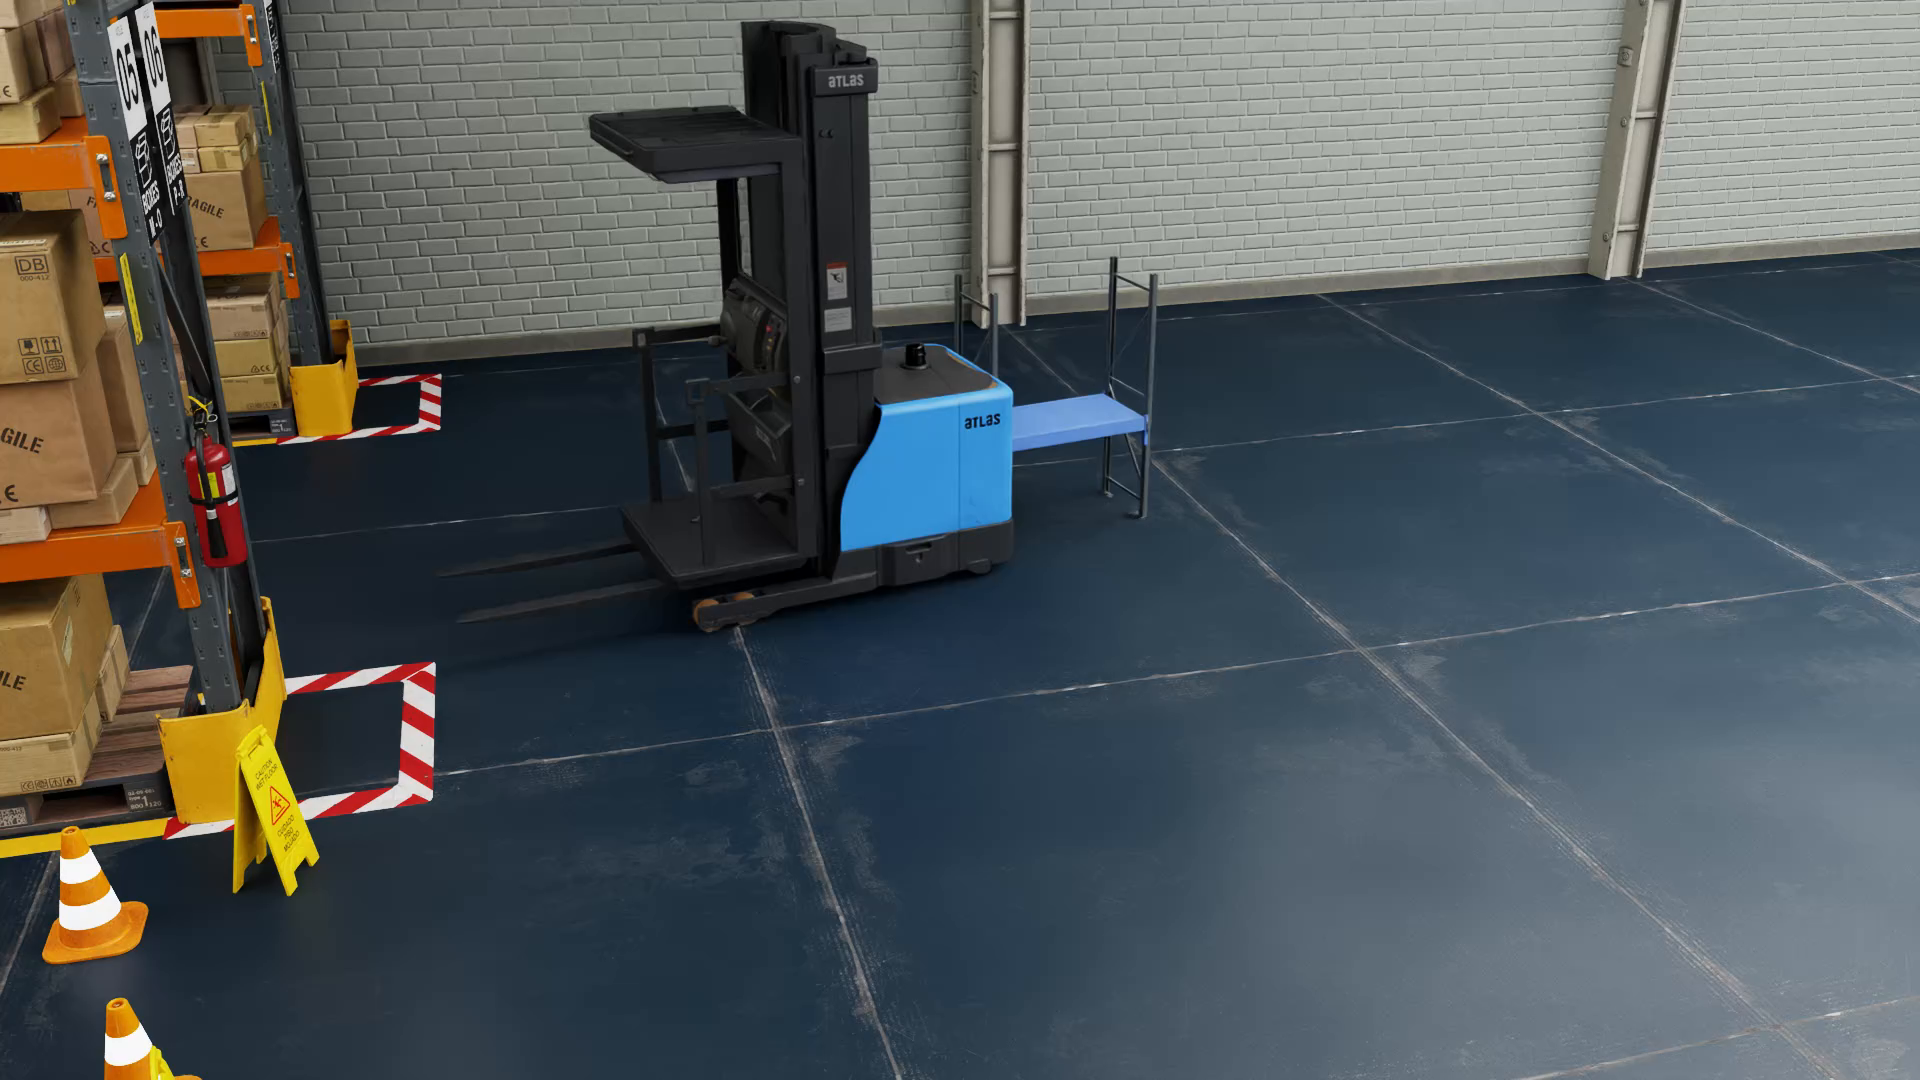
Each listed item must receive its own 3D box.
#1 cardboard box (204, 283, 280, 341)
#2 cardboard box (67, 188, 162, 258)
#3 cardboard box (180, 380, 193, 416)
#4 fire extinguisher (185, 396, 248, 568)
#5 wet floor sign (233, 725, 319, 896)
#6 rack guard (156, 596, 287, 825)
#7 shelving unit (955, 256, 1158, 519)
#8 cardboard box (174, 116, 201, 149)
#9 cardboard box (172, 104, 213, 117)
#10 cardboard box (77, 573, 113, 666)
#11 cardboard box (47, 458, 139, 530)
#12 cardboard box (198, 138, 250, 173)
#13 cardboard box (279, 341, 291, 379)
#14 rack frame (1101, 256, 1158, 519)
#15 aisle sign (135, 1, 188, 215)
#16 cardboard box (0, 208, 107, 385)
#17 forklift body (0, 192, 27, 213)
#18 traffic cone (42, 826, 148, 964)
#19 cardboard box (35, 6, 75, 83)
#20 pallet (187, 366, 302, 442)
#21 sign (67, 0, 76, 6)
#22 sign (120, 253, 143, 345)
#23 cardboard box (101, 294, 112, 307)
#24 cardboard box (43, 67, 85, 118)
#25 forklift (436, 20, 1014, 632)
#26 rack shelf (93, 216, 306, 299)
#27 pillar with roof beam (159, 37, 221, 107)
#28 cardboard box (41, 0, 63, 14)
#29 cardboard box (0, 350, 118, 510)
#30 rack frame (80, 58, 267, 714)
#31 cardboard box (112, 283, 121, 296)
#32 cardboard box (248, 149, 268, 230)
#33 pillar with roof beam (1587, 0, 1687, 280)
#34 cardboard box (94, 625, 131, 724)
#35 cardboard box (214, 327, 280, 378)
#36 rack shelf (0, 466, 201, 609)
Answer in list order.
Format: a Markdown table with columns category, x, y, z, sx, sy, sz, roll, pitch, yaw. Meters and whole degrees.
| category | x | y | z | sx | sy | sz | roll | pitch | yaw |
| --- | --- | --- | --- | --- | --- | --- | --- | --- | --- |
| cardboard box | -4.900 | -1.532 | 11.203 | 0.500 | 0.250 | 0.500 | -5 | 24 | -13 |
| cardboard box | -5.446 | -2.153 | 10.836 | 0.500 | 0.500 | 0.500 | -6 | 24 | -13 |
| cardboard box | -5.389 | -1.021 | 11.279 | 0.500 | 0.250 | 0.500 | -6 | 24 | -14 |
| fire extinguisher | -2.962 | -0.228 | 6.576 | 0.183 | 0.674 | 0.296 | -6 | 24 | -14 |
| wet floor sign | -2.724 | 1.041 | 6.505 | 0.232 | 0.644 | 0.267 | 2 | 23 | 4 |
| rack guard | -3.269 | 0.730 | 7.414 | 0.348 | 0.500 | 1.175 | -6 | 24 | -14 |
| shelving unit | 0.550 | -0.824 | 9.767 | 1.048 | 1.500 | 0.538 | -10 | 25 | -23 |
| cardboard box | -5.058 | -2.635 | 10.761 | 0.250 | 0.149 | 0.380 | -6 | 24 | -14 |
| cardboard box | -5.195 | -2.832 | 11.220 | 0.250 | 0.149 | 0.380 | -5 | 24 | -13 |
| cardboard box | -4.070 | 0.283 | 7.289 | 0.500 | 0.500 | 0.500 | -7 | 24 | -16 |
| cardboard box | -3.499 | -0.190 | 6.707 | 0.250 | 0.149 | 0.380 | -5 | 24 | -13 |
| cardboard box | -4.799 | -2.511 | 10.849 | 0.250 | 0.149 | 0.380 | -6 | 24 | -14 |
| cardboard box | -5.066 | -1.262 | 11.841 | 0.500 | 0.250 | 0.500 | -6 | 24 | -14 |
| rack frame | 1.010 | -0.909 | 9.966 | 0.032 | 1.500 | 0.500 | -10 | 25 | -23 |
| aisle sign | -3.220 | -1.745 | 6.717 | 0.004 | 0.787 | 0.394 | -6 | 24 | -14 |
| cardboard box | -3.629 | -0.931 | 6.344 | 0.500 | 0.500 | 0.700 | -7 | 24 | -16 |
| forklift body | -5.874 | -1.026 | 9.413 | 1.214 | 2.155 | 2.313 | -6 | 24 | -14 |
| traffic cone | -3.262 | 1.275 | 6.192 | 0.334 | 0.463 | 0.336 | -6 | 24 | -14 |
| cardboard box | -3.752 | -1.920 | 6.430 | 0.500 | 0.250 | 0.500 | -7 | 24 | -15 |
| pallet | -5.266 | -0.932 | 11.654 | 1.213 | 0.211 | 1.003 | -6 | 24 | -14 |
| sign | -3.066 | -1.999 | 5.678 | 0.005 | 0.325 | 0.100 | -6 | 24 | -14 |
| sign | -3.066 | -0.891 | 6.153 | 0.005 | 0.325 | 0.100 | -6 | 24 | -14 |
| cardboard box | -5.873 | -1.418 | 10.937 | 0.500 | 0.250 | 0.500 | -6 | 24 | -14 |
| cardboard box | -3.603 | -1.777 | 6.603 | 0.250 | 0.149 | 0.380 | -6 | 24 | -14 |
| forklift | -1.257 | -1.106 | 8.611 | 3.031 | 2.935 | 1.130 | -10 | 25 | -23 |
| rack shelf | -6.466 | -1.767 | 10.976 | 4.000 | 0.370 | 1.077 | -6 | 24 | -14 |
| pillar with roof beam | -4.292 | -3.701 | 6.963 | 0.400 | 9.000 | 9.100 | -6 | 24 | -14 |
| cardboard box | -3.594 | -2.096 | 6.333 | 0.250 | 0.149 | 0.380 | -6 | 24 | -15 |
| cardboard box | -3.644 | -0.447 | 6.483 | 0.500 | 0.500 | 0.500 | -7 | 24 | -15 |
| rack frame | -3.196 | -0.426 | 6.940 | 0.127 | 3.000 | 1.000 | -6 | 24 | -14 |
| cardboard box | -5.535 | -1.666 | 11.514 | 0.500 | 0.250 | 0.500 | -6 | 24 | -14 |
| cardboard box | -5.093 | -2.409 | 11.434 | 0.500 | 0.500 | 0.500 | -6 | 24 | -13 |
| pillar with roof beam | 7.262 | -4.979 | 9.942 | 0.400 | 9.000 | 9.100 | -6 | 24 | -14 |
| cardboard box | -4.048 | 0.625 | 7.444 | 0.500 | 0.250 | 0.500 | -7 | 24 | -15 |
| cardboard box | -4.925 | -1.299 | 11.294 | 0.500 | 0.250 | 0.500 | -7 | 24 | -15 |
| rack shelf | -5.122 | 0.117 | 6.585 | 4.000 | 0.370 | 1.077 | -6 | 24 | -14 |
